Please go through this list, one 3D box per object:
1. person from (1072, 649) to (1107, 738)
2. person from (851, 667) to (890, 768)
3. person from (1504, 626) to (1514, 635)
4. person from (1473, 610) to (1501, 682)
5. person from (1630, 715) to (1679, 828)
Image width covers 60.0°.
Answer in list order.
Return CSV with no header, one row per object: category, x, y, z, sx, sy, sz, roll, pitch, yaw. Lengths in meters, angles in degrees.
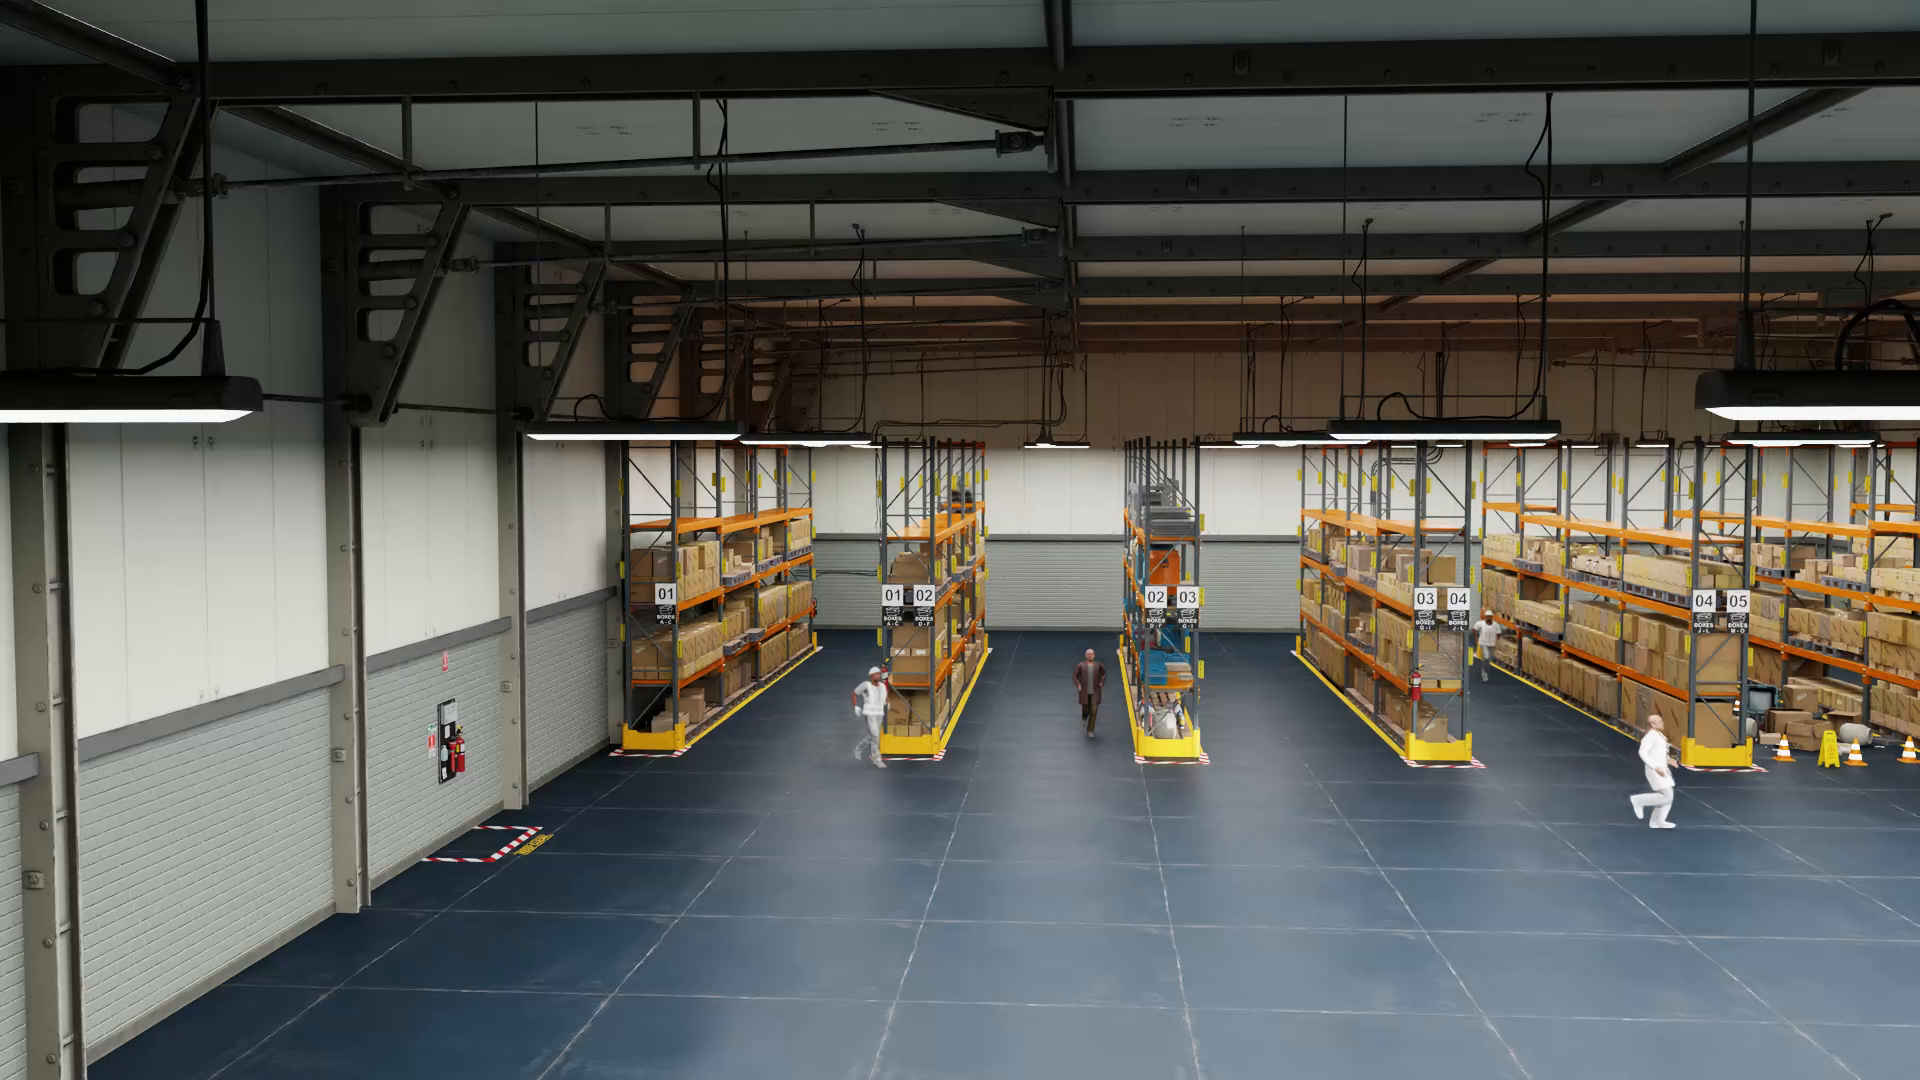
person,2.618,3.065,33.459,0.710,1.753,0.851,0,3,0
person,-1.552,3.207,30.319,0.724,1.765,0.913,-3,4,-44
person,15.763,2.347,47.548,0.700,1.670,0.737,2,4,30
person,13.156,2.642,41.438,0.606,1.801,0.839,0,3,-5
person,10.556,3.516,25.269,0.630,1.730,0.724,2,4,35
